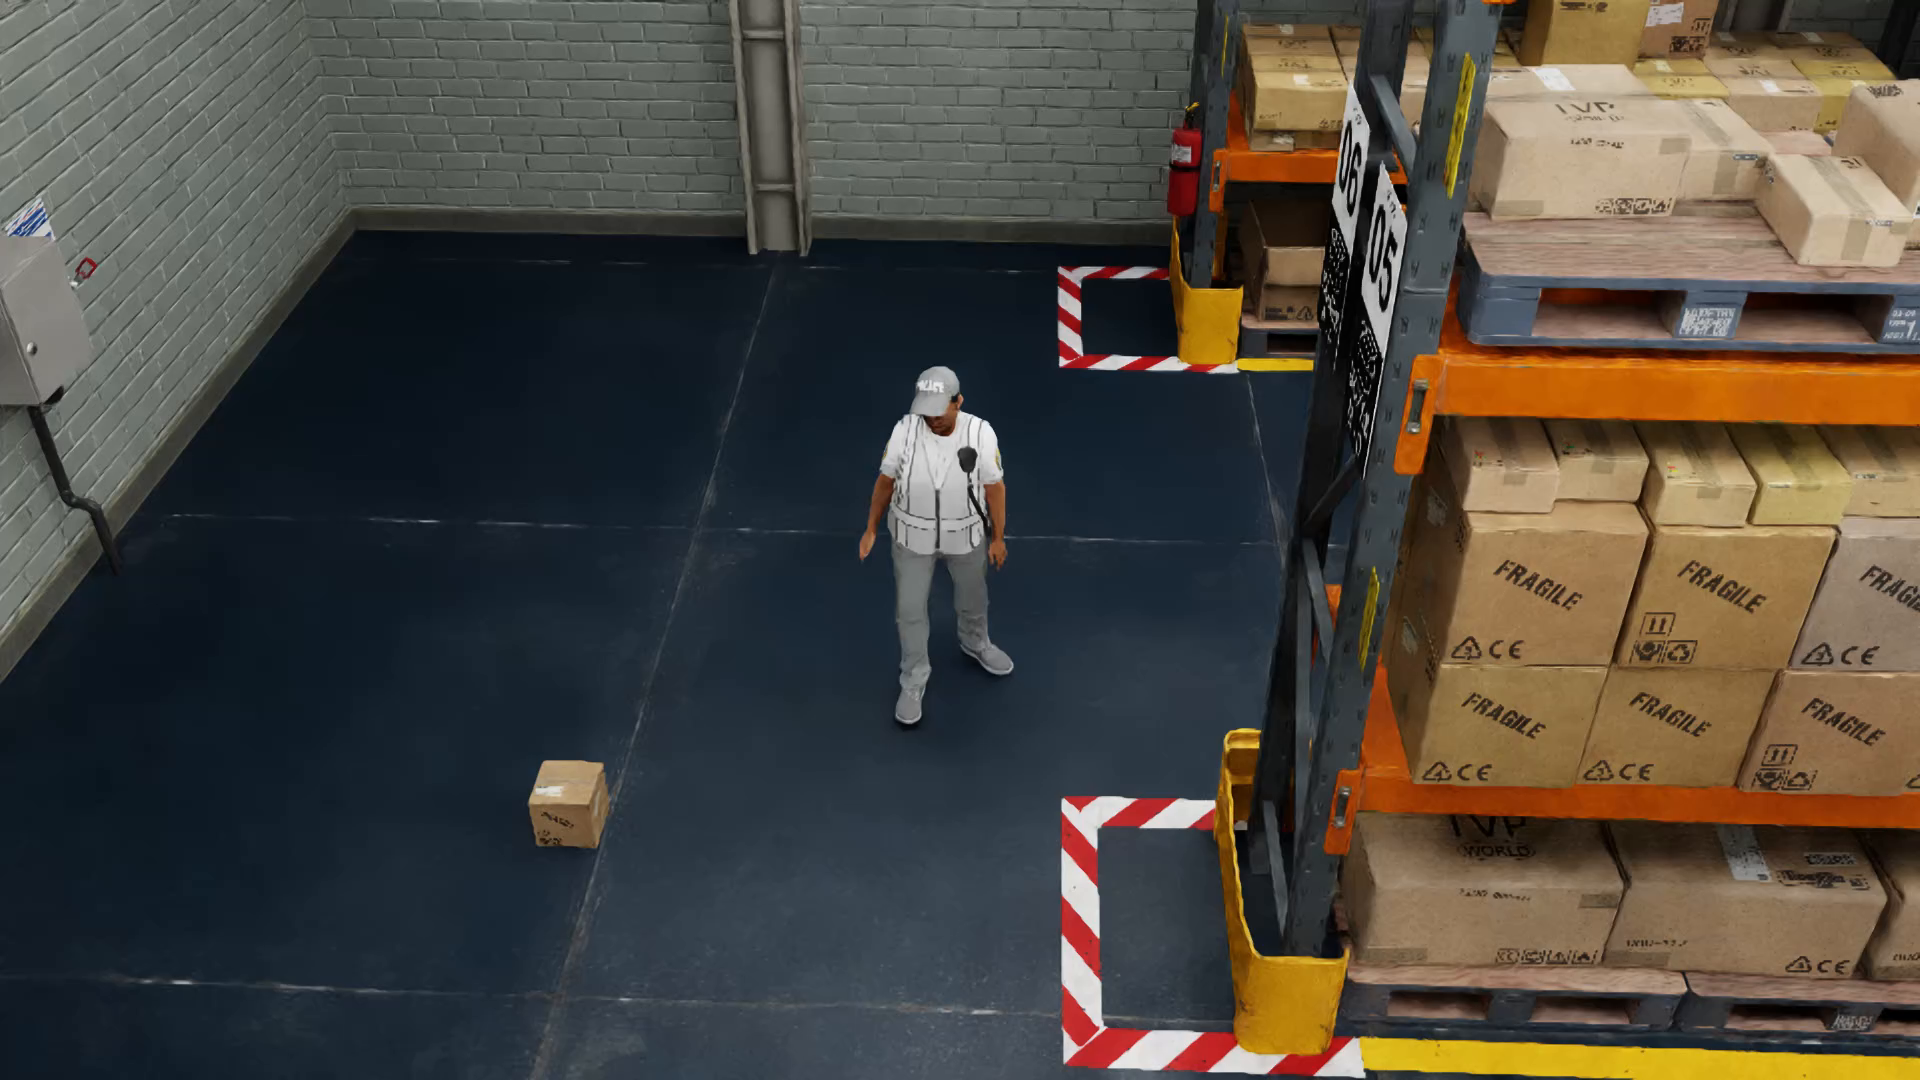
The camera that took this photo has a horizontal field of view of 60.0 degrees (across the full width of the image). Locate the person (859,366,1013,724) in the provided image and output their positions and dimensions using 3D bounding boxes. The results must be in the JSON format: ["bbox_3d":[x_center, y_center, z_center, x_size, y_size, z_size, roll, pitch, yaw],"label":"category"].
[{"bbox_3d":[-0.094,-0.009,7.103,0.681,1.650,0.582,0,36,0],"label":"person"}]
